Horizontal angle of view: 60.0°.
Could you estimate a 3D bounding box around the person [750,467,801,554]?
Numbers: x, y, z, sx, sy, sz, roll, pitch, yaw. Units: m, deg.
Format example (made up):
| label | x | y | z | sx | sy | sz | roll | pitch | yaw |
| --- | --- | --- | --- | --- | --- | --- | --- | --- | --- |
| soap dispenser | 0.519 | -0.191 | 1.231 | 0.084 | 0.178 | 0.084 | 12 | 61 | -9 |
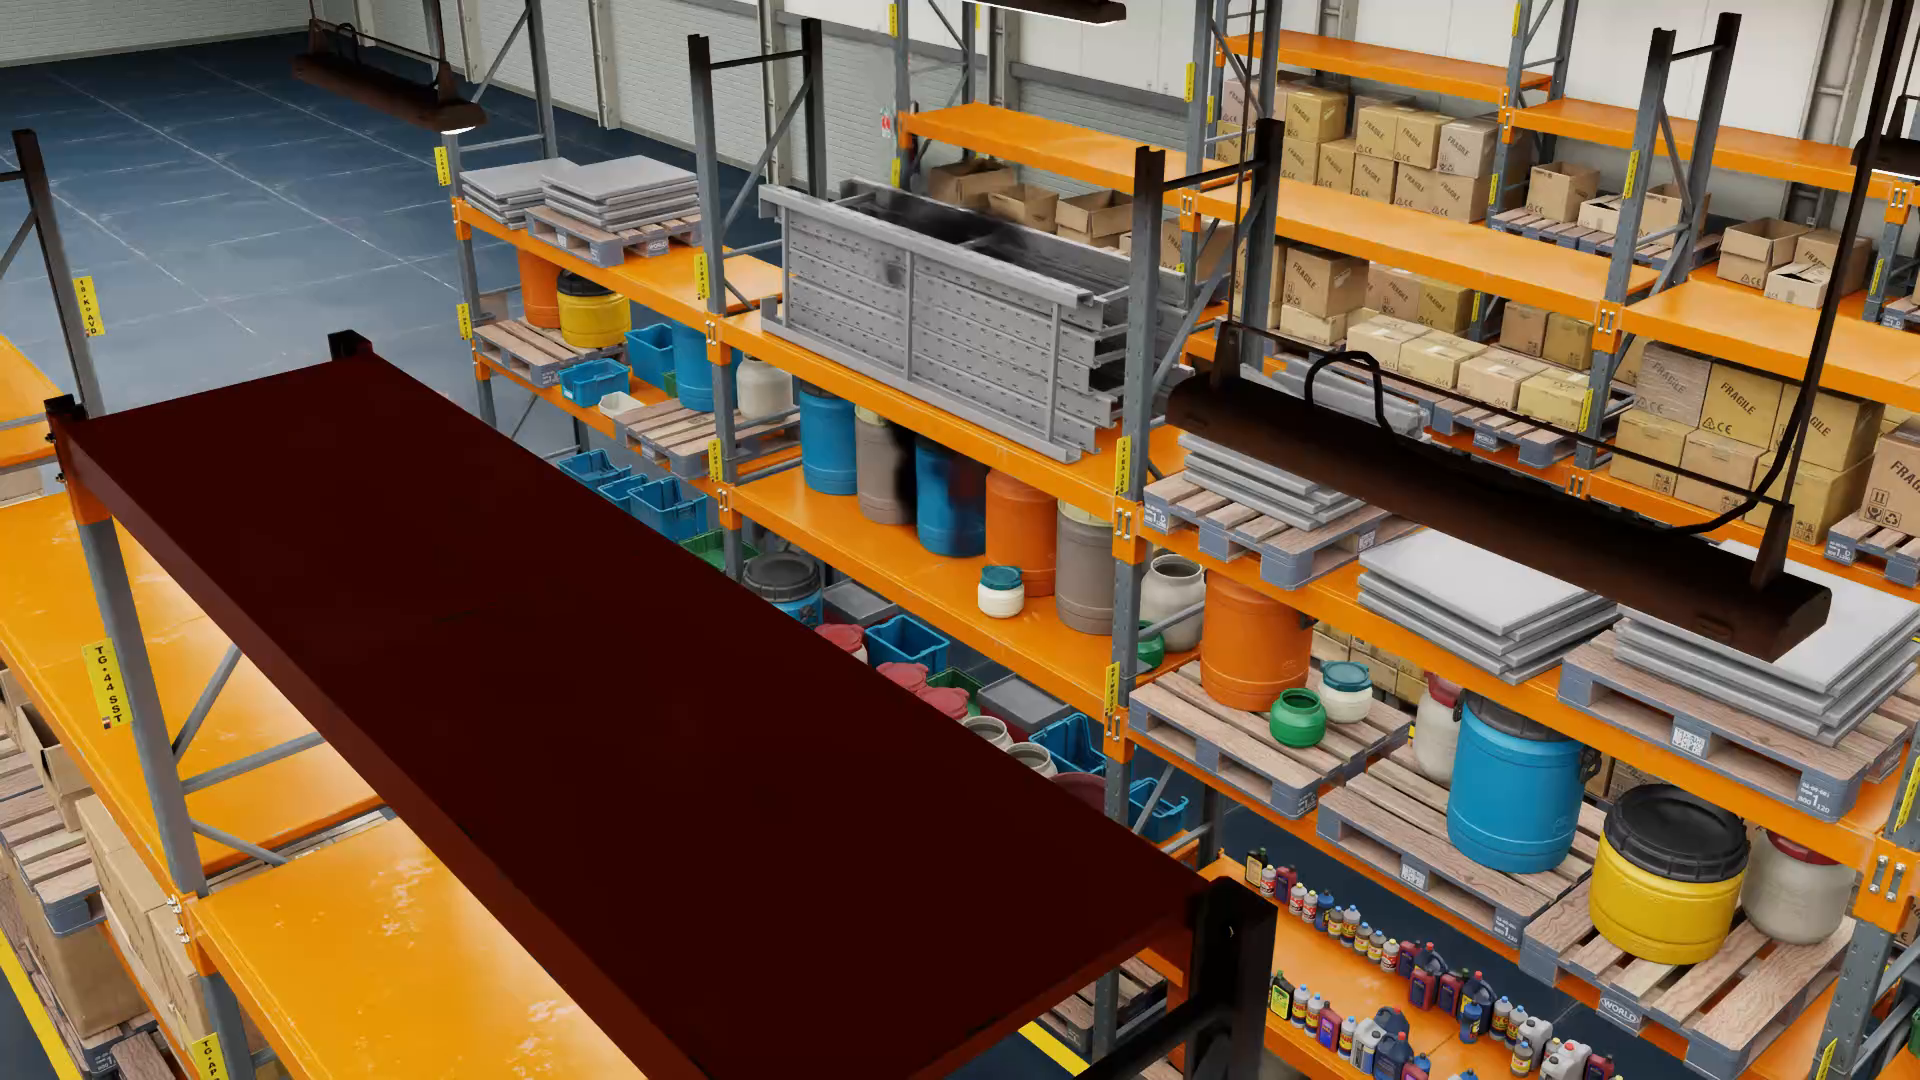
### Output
| label | x | y | z | sx | sy | sz | roll | pitch | yaw |
| --- | --- | --- | --- | --- | --- | --- | --- | --- | --- |
| person | -1.853 | -0.310 | 16.318 | 0.915 | 1.627 | 0.583 | 23 | 35 | 38 |
